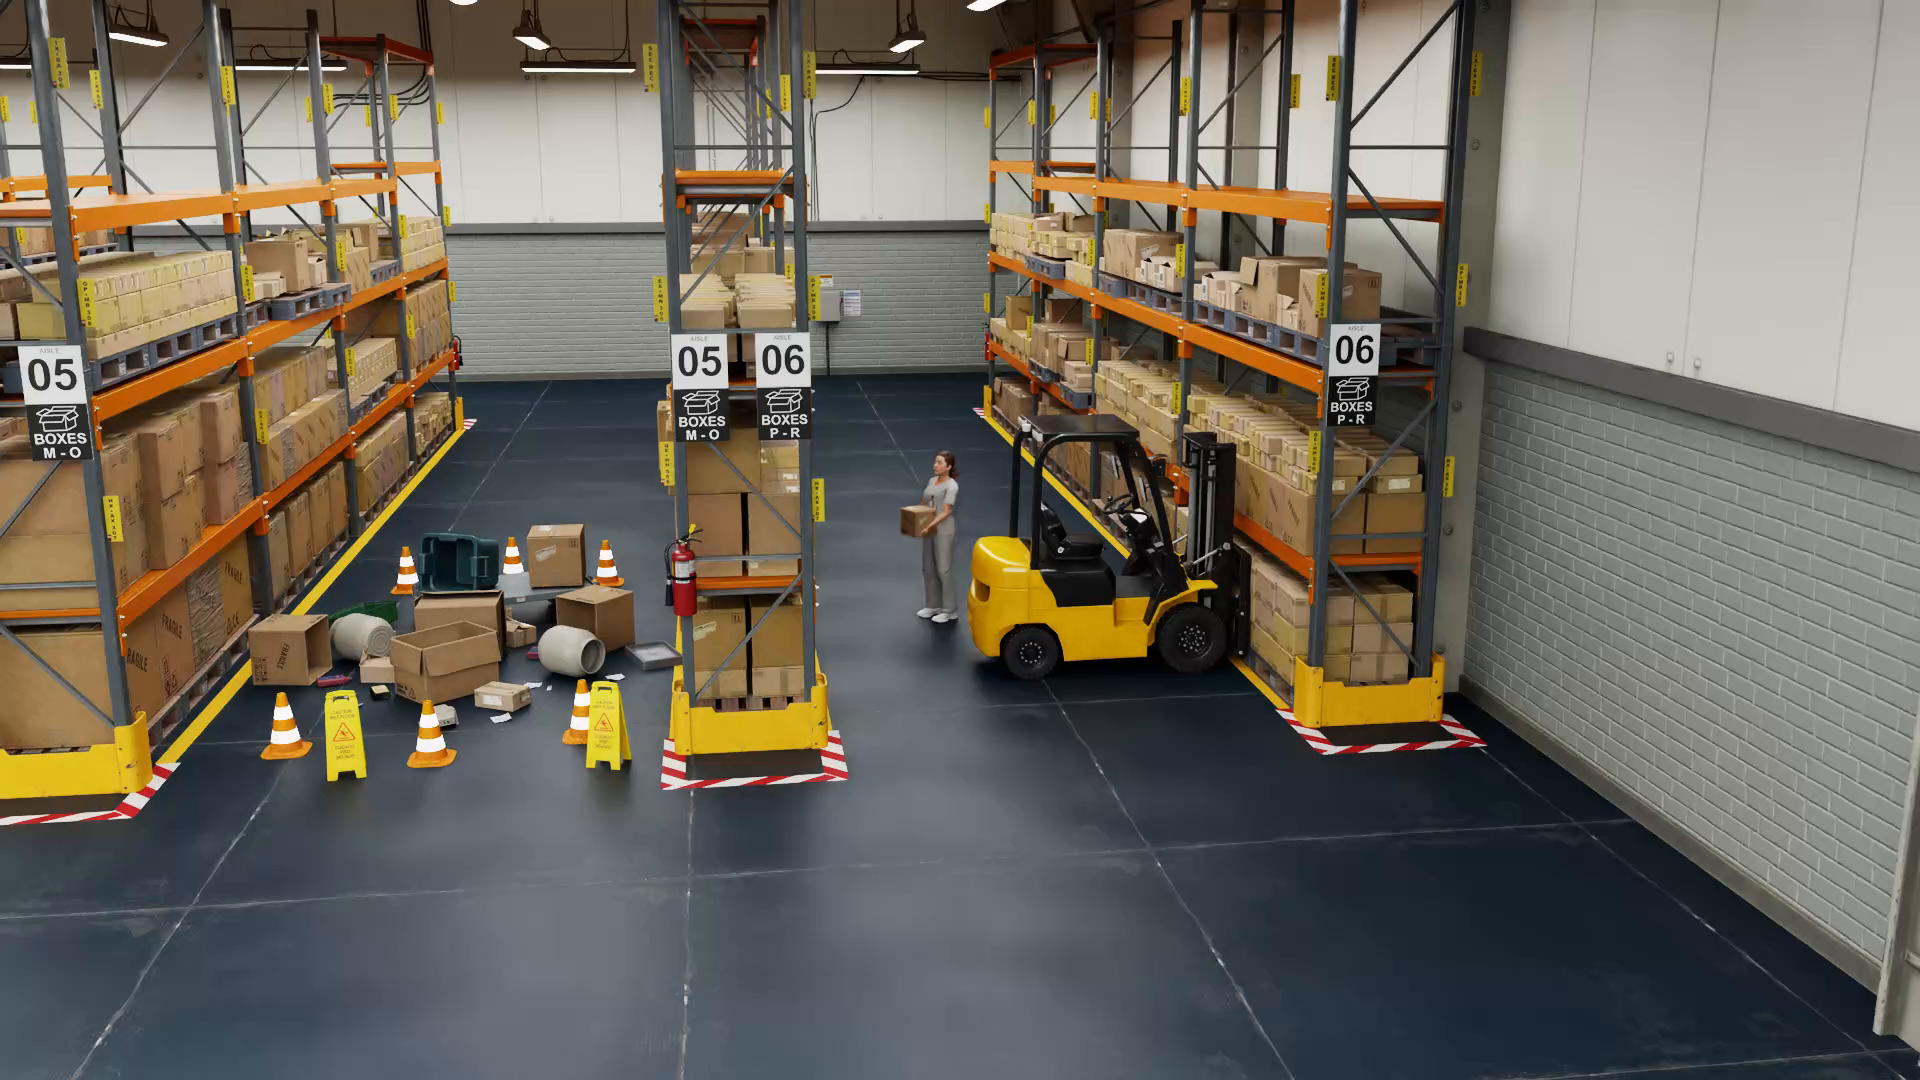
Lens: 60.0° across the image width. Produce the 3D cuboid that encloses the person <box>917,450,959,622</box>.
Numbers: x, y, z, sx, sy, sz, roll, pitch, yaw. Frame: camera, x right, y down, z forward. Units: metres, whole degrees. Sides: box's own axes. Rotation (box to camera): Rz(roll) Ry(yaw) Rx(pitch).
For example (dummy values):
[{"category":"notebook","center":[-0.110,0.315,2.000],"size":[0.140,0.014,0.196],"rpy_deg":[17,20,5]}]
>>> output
[{"category":"person","center":[-0.255,-0.037,16.155],"size":[0.548,1.669,0.443],"rpy_deg":[-9,16,-35]}]
